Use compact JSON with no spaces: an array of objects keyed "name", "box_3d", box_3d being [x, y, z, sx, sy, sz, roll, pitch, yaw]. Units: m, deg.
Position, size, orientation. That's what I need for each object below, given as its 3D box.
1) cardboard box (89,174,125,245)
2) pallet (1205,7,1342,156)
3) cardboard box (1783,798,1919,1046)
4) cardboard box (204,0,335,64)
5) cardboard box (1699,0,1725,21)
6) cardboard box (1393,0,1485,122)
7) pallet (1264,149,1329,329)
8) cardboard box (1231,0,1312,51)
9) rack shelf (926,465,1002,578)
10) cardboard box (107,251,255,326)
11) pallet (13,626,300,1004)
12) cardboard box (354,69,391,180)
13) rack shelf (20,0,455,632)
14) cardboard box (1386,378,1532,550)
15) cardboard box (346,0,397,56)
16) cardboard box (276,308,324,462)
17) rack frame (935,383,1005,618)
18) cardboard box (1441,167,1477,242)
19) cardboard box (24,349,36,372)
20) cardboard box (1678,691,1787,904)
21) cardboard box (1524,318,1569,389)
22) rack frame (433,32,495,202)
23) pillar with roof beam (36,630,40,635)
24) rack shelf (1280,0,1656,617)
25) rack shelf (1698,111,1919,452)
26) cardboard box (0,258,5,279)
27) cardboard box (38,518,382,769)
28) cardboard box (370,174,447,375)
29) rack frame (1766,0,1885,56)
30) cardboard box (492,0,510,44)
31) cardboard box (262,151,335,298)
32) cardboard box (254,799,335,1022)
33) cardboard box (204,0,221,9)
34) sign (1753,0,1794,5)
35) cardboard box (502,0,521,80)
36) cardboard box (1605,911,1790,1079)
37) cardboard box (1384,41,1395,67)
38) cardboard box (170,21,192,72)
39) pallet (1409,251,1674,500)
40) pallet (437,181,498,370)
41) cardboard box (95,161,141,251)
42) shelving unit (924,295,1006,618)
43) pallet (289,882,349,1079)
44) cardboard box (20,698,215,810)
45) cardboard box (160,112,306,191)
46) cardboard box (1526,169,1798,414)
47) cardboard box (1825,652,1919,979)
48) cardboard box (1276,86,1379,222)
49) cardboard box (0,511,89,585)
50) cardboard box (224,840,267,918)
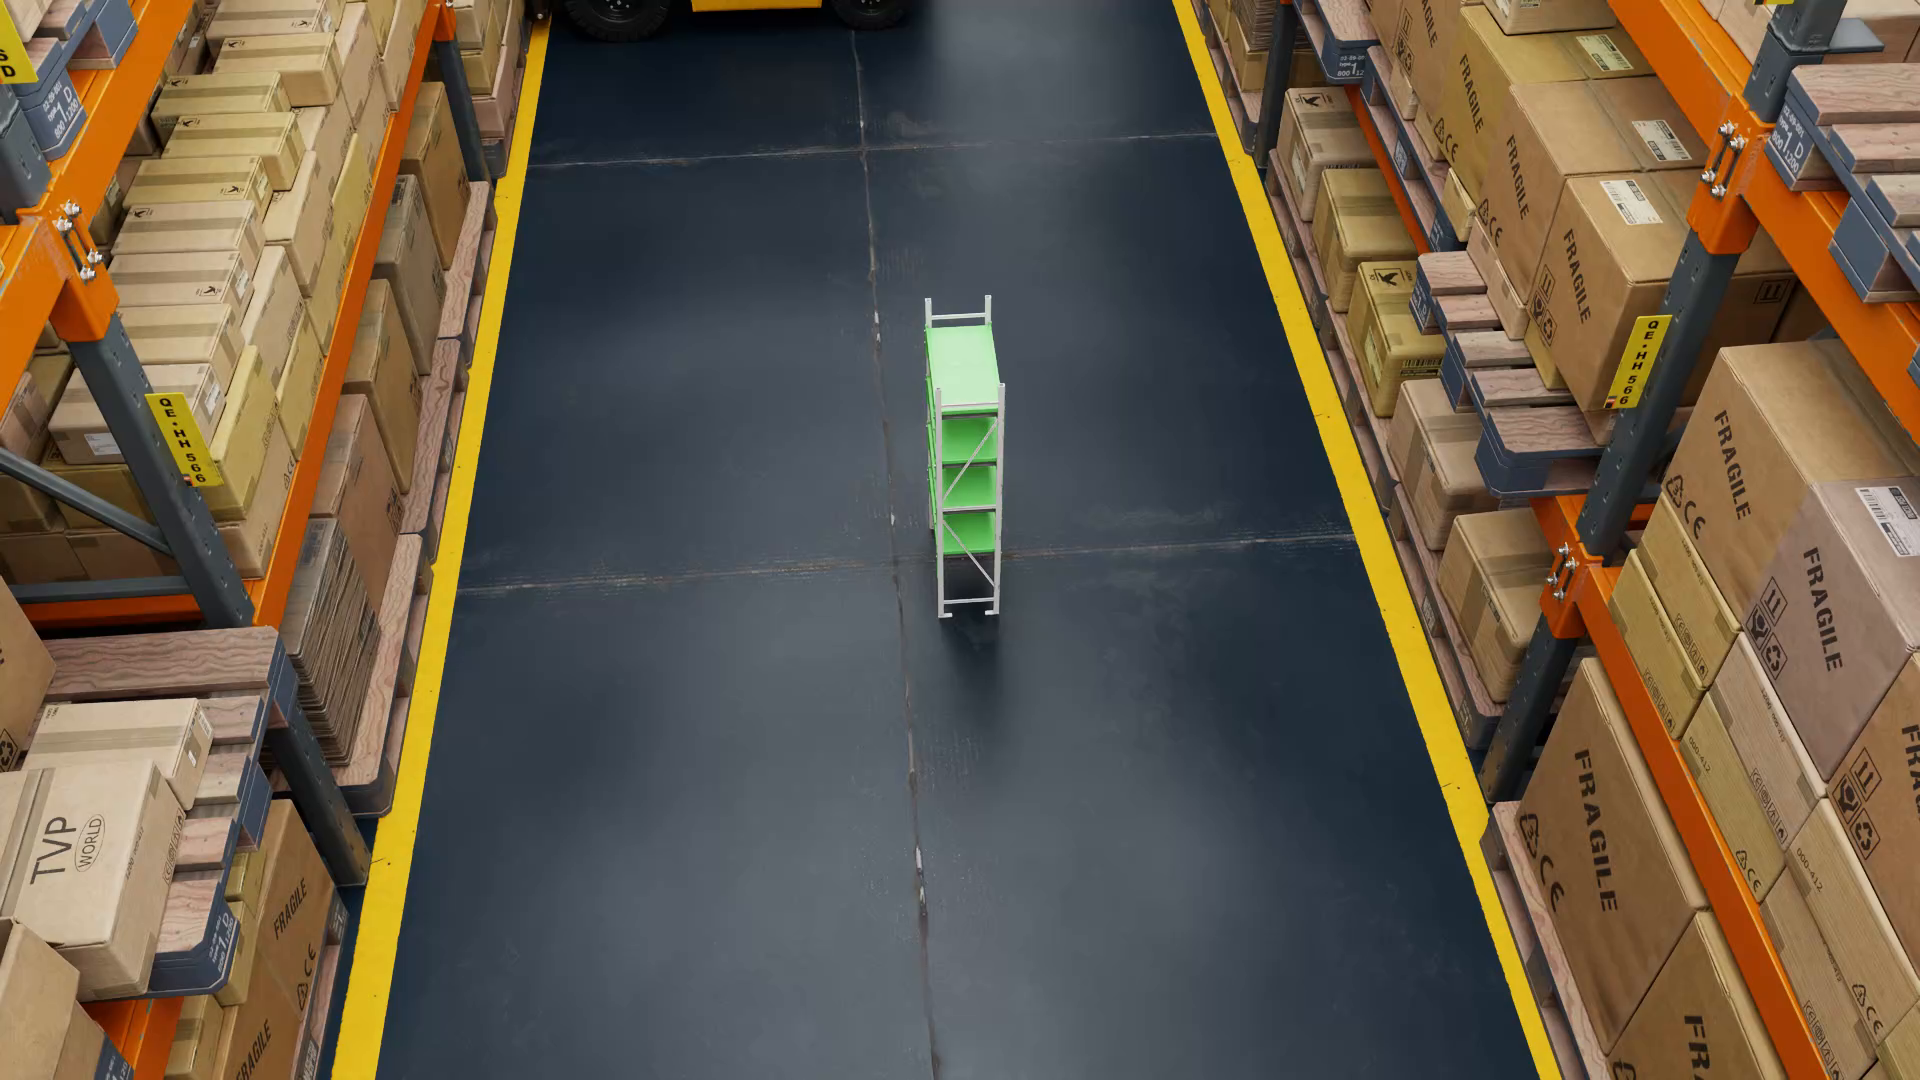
[{"name":"cardboard box","box_3d":[-2.914,-1.068,5.316,0.380,0.149,0.250,-4,47,-4]},{"name":"pallet","box_3d":[1.963,-2.570,9.175,1.003,0.211,1.213,-3,47,-3]},{"name":"cardboard box","box_3d":[2.257,0.846,3.779,0.500,0.250,0.500,-4,47,-3]},{"name":"cardboard box","box_3d":[-2.505,-1.842,6.049,0.380,0.149,0.250,-3,47,-3]},{"name":"cardboard box","box_3d":[2.125,-1.491,4.339,0.380,0.149,0.250,-3,47,-3]},{"name":"cardboard box","box_3d":[1.932,-1.878,6.036,0.500,0.500,0.500,-5,47,-5]},{"name":"pallet","box_3d":[2.121,-1.523,8.184,1.003,0.211,1.213,-3,47,-3]},{"name":"cardboard box","box_3d":[1.737,-2.914,8.668,0.500,0.500,0.500,-4,47,-4]},{"name":"rack shelf","box_3d":[0.014,-0.084,6.558,0.258,0.148,0.480,-3,47,-3]},{"name":"cardboard box","box_3d":[-2.361,-0.730,4.996,0.380,0.149,0.250,-2,47,-2]},{"name":"pallet","box_3d":[-2.430,0.705,4.285,1.213,0.211,1.003,-3,47,-3]},{"name":"cardboard box","box_3d":[-2.530,-1.616,6.454,0.500,0.250,0.500,-3,47,-3]},{"name":"rack shelf","box_3d":[-2.724,-1.046,6.307,1.077,0.370,4.000,-3,47,-3]},{"name":"cardboard box","box_3d":[2.282,-0.335,6.658,0.950,0.372,0.625,-4,47,-4]},{"name":"cardboard box","box_3d":[-2.545,-2.150,6.615,0.500,0.250,0.500,-5,47,-4]},{"name":"cardboard box","box_3d":[-2.388,-0.495,5.393,0.500,0.250,0.500,-4,47,-4]},{"name":"rack frame","box_3d":[0.034,-0.116,6.170,0.240,1.200,0.015,-3,47,-3]},{"name":"cardboard box","box_3d":[1.917,-1.182,5.824,0.380,0.149,0.250,-3,47,-3]},{"name":"cardboard box","box_3d":[-2.919,-0.510,4.788,0.380,0.149,0.250,-2,47,-2]},{"name":"cardboard box","box_3d":[2.240,0.640,4.317,0.500,0.250,0.500,-5,47,-4]},{"name":"cardboard box","box_3d":[2.033,-0.622,5.293,0.380,0.149,0.250,-3,47,-3]},{"name":"rack frame","box_3d":[-2.892,-2.741,7.416,1.000,3.000,0.127,-3,47,-3]},{"name":"pillar with roof beam","box_3d":[0.726,-3.060,3.586,9.100,9.000,0.400,-3,47,-3]},{"name":"rack shelf","box_3d":[2.222,-1.351,6.595,1.077,0.370,4.000,-3,47,-3]},{"name":"rack shelf","box_3d":[2.557,0.512,2.765,1.077,0.370,4.000,-3,47,-3]},{"name":"cardboard box","box_3d":[-2.272,-0.470,3.303,0.500,0.250,0.500,-5,47,-5]},{"name":"cardboard box","box_3d":[-2.595,0.373,5.813,0.875,0.625,0.625,-2,47,-2]},{"name":"cardboard box","box_3d":[-2.779,-1.130,7.237,0.875,0.625,0.625,-4,47,-4]},{"name":"rack frame","box_3d":[2.389,-2.214,2.785,1.000,3.000,0.127,-3,47,-3]},{"name":"cardboard box","box_3d":[-2.669,-2.845,8.775,0.500,0.250,0.500,-4,47,-4]},{"name":"cardboard box","box_3d":[-2.417,-1.045,5.569,0.500,0.250,0.500,-5,47,-4]},{"name":"cardboard box","box_3d":[-2.307,1.161,5.153,0.500,0.500,0.500,-2,47,-2]},{"name":"cardboard box","box_3d":[-3.073,-2.114,6.582,0.500,0.250,0.500,-4,47,-4]},{"name":"sign","box_3d":[1.848,-1.329,3.657,0.100,0.325,0.005,-3,47,-3]},{"name":"cardboard box","box_3d":[-2.660,-2.676,8.960,0.500,0.250,0.500,-4,47,-4]},{"name":"cardboard box","box_3d":[2.435,1.586,4.493,0.875,0.875,0.875,-3,47,-3]},{"name":"cardboard box","box_3d":[1.896,-1.935,6.537,0.380,0.149,0.250,-3,47,-3]},{"name":"cardboard box","box_3d":[-3.022,-1.805,6.015,0.380,0.149,0.250,-4,47,-4]},{"name":"pallet","box_3d":[2.223,-0.594,5.515,1.213,0.211,1.003,-3,47,-3]},{"name":"pallet","box_3d":[-2.791,-1.251,7.926,1.003,0.211,1.213,-3,47,-3]},{"name":"cardboard box","box_3d":[-2.955,-1.008,5.534,0.500,0.250,0.500,-4,47,-4]},{"name":"shelving unit","box_3d":[0.014,-0.293,6.337,0.258,1.200,0.503,-3,47,-3]},{"name":"pallet","box_3d":[-2.532,1.655,5.174,1.003,0.211,1.213,-3,47,-3]},{"name":"cardboard box","box_3d":[-2.119,0.547,4.186,0.380,0.149,0.250,-3,47,-3]},{"name":"cardboard box","box_3d":[-2.408,-1.286,5.523,0.380,0.149,0.250,-3,47,-2]},{"name":"cardboard box","box_3d":[2.074,-0.744,4.962,0.500,0.500,0.500,-5,47,-4]},{"name":"cardboard box","box_3d":[2.266,0.576,3.517,0.500,0.500,0.500,-2,47,-2]},{"name":"cardboard box","box_3d":[2.101,-1.907,8.147,0.950,0.372,0.625,-3,47,-3]},{"name":"cardboard box","box_3d":[-2.849,-0.105,5.023,0.500,0.250,0.500,-4,47,-4]},{"name":"cardboard box","box_3d":[-2.263,0.987,4.871,0.380,0.149,0.250,-6,47,-5]}]
